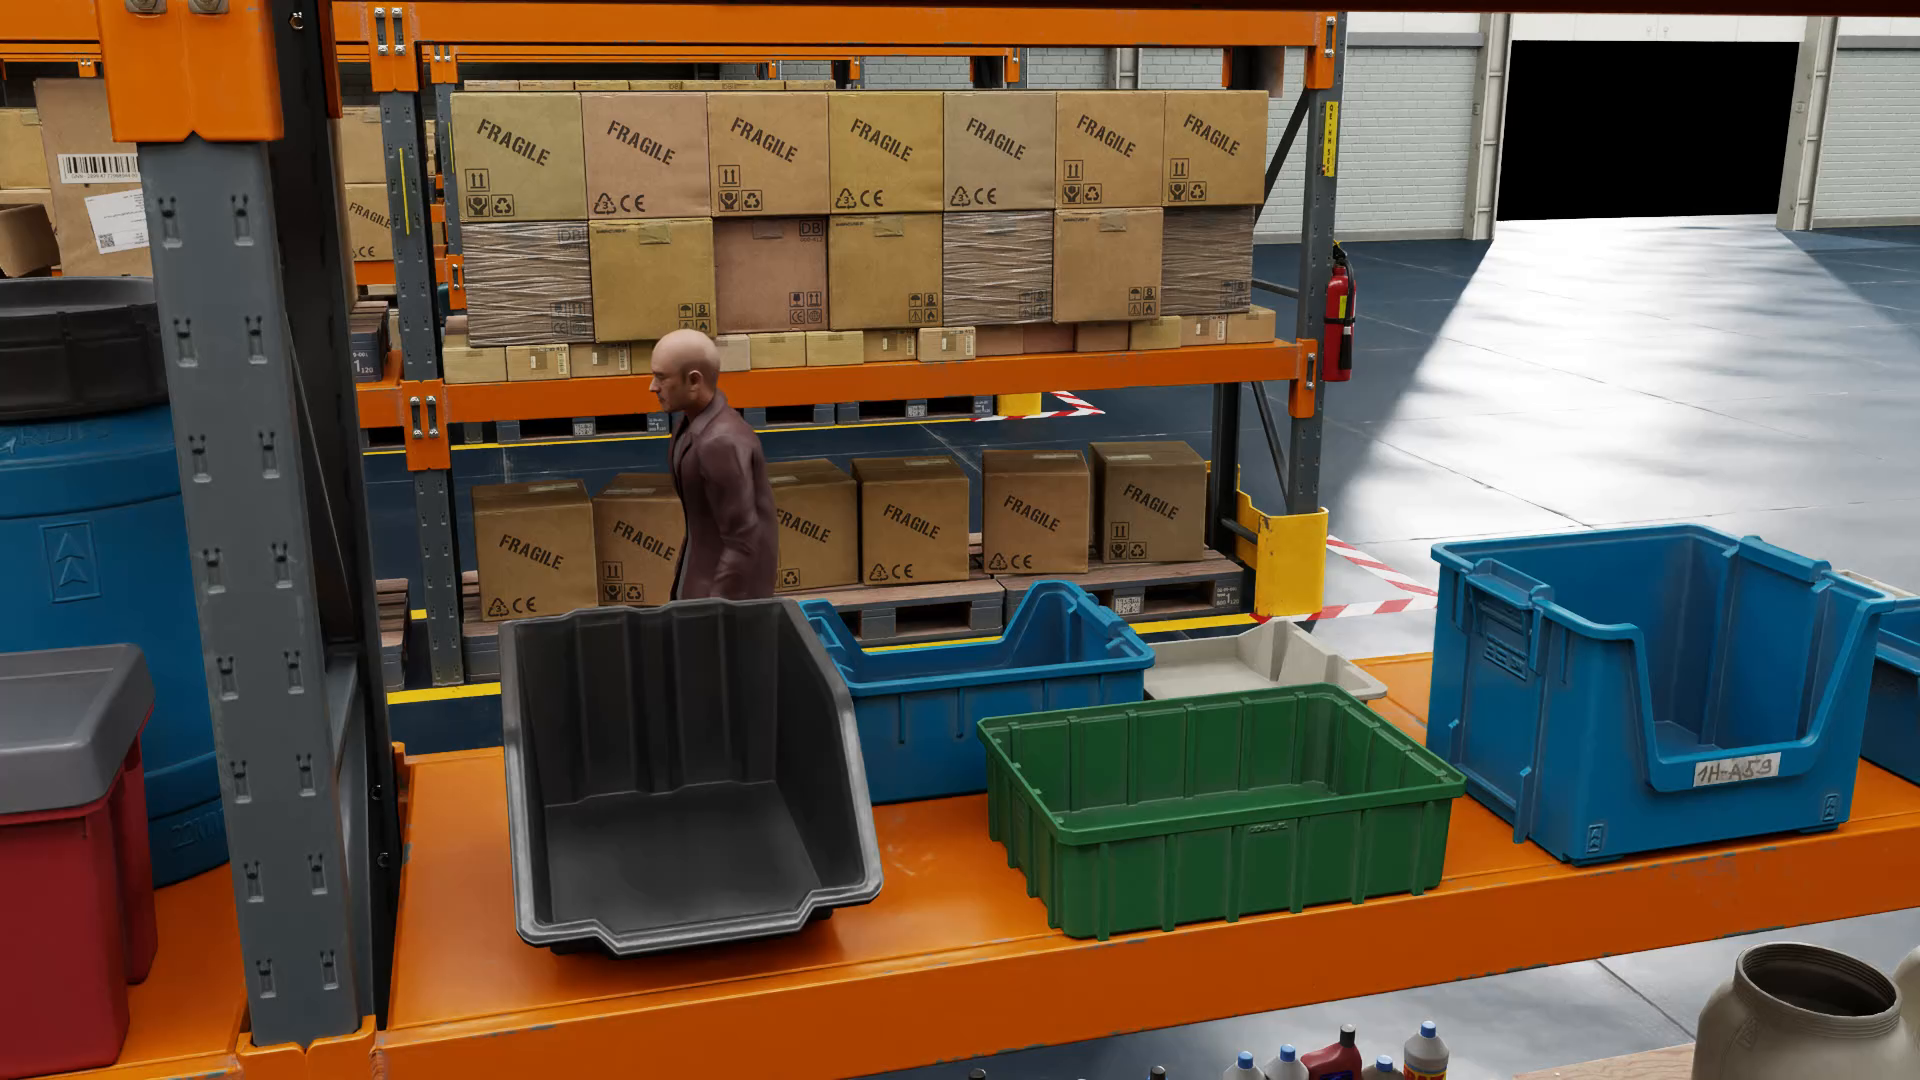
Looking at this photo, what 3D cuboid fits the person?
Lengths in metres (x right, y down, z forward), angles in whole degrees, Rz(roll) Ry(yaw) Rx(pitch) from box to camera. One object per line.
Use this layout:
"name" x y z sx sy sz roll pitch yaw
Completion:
"person" -0.791 0.203 5.334 0.415 1.774 0.654 -5 16 -17
